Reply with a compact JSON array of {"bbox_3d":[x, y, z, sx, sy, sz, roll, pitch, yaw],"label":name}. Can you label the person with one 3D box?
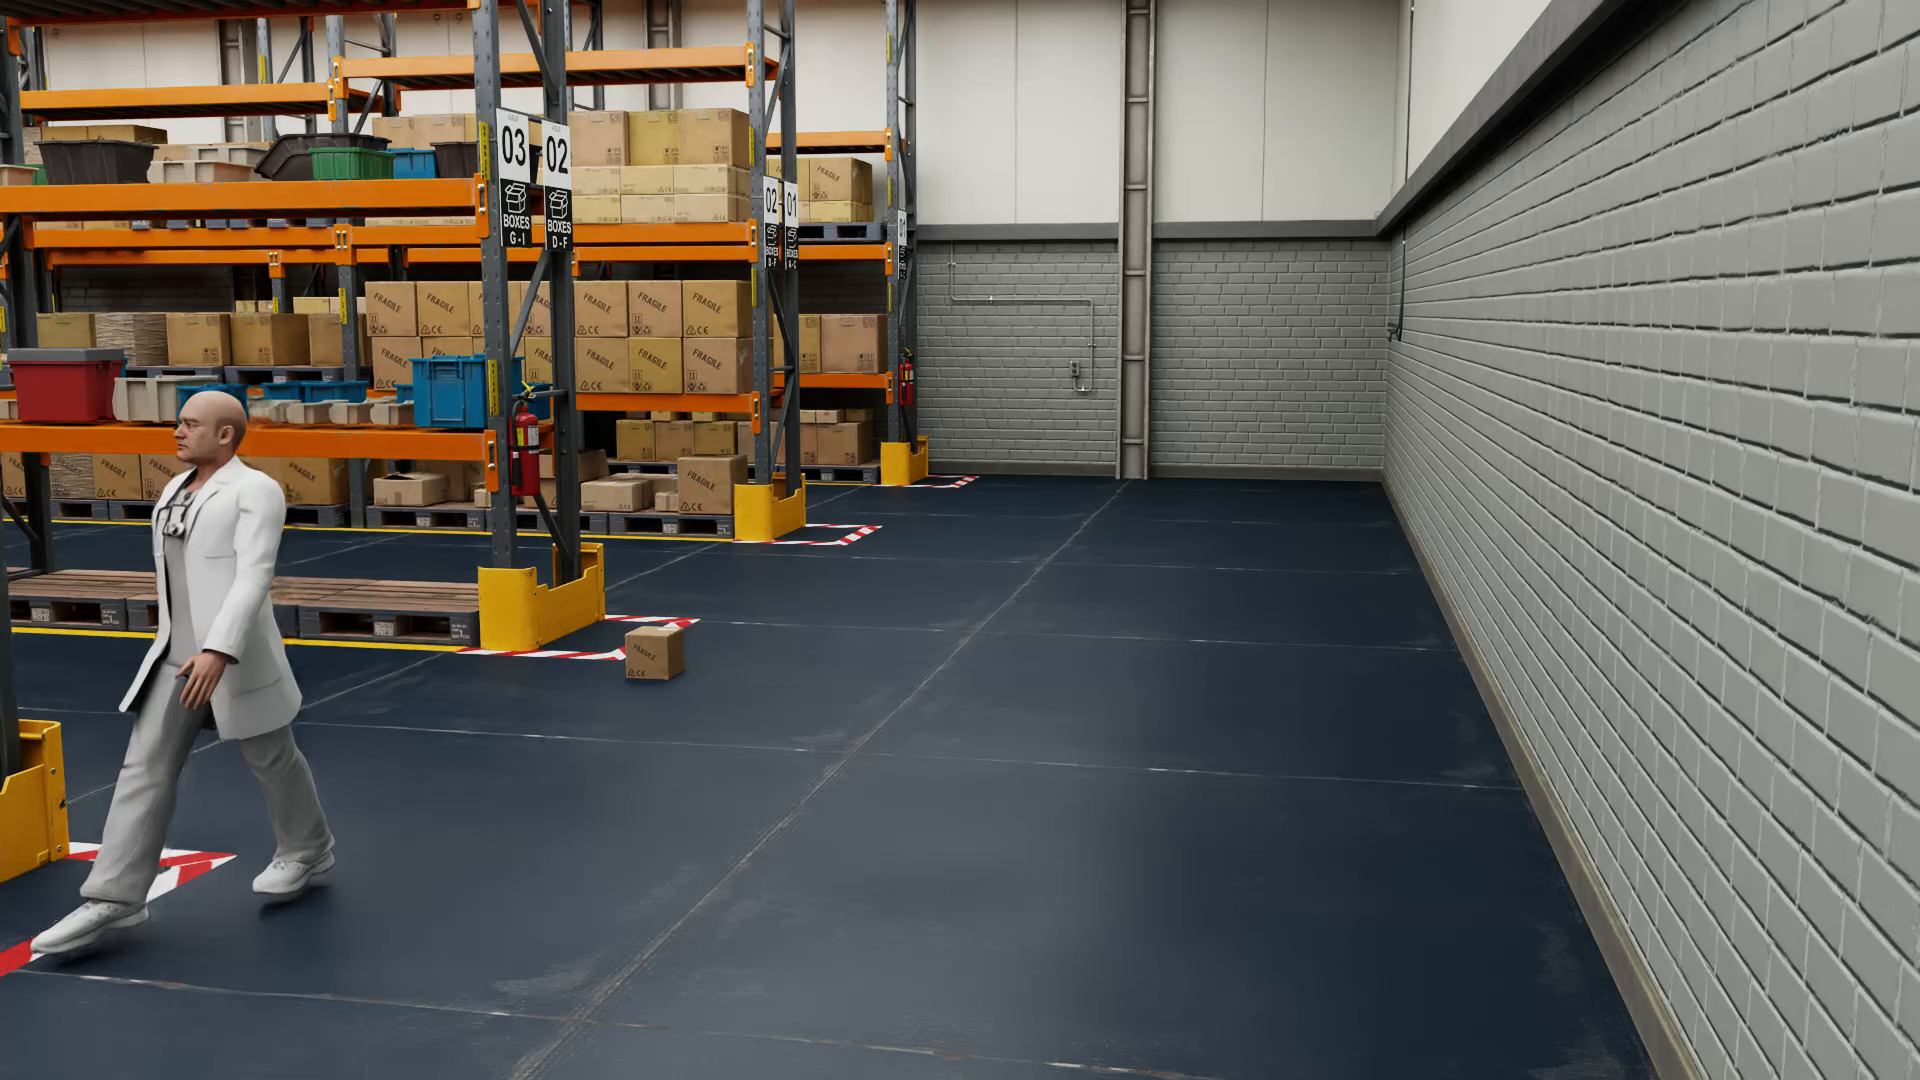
[{"bbox_3d":[-2.498,0.388,5.416,0.569,1.732,1.045,3,8,22],"label":"person"}]
